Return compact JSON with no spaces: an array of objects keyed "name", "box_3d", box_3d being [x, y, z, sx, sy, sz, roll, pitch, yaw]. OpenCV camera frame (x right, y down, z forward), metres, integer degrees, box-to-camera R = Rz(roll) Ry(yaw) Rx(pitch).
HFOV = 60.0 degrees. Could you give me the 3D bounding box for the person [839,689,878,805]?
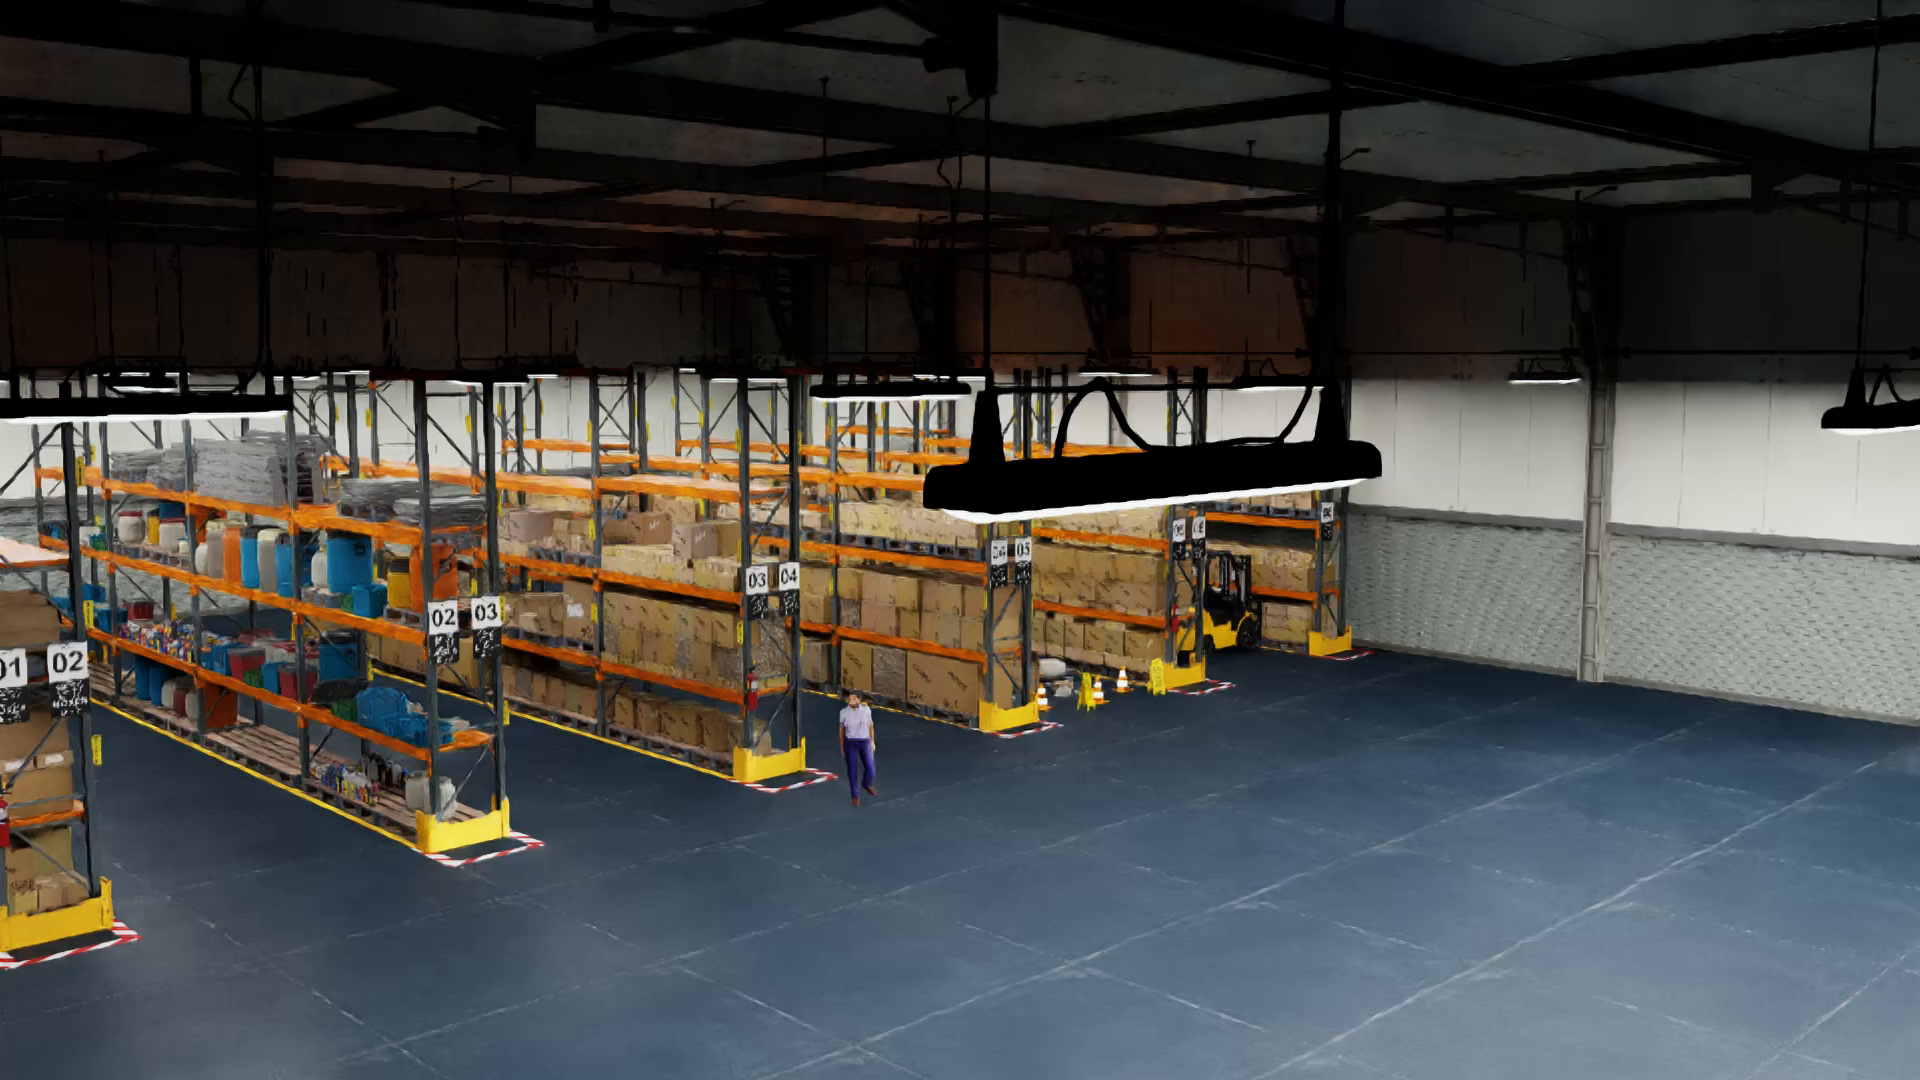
[{"name":"person","box_3d":[-1.431,2.891,23.417,0.558,1.627,0.515,-1,6,-6]}]
